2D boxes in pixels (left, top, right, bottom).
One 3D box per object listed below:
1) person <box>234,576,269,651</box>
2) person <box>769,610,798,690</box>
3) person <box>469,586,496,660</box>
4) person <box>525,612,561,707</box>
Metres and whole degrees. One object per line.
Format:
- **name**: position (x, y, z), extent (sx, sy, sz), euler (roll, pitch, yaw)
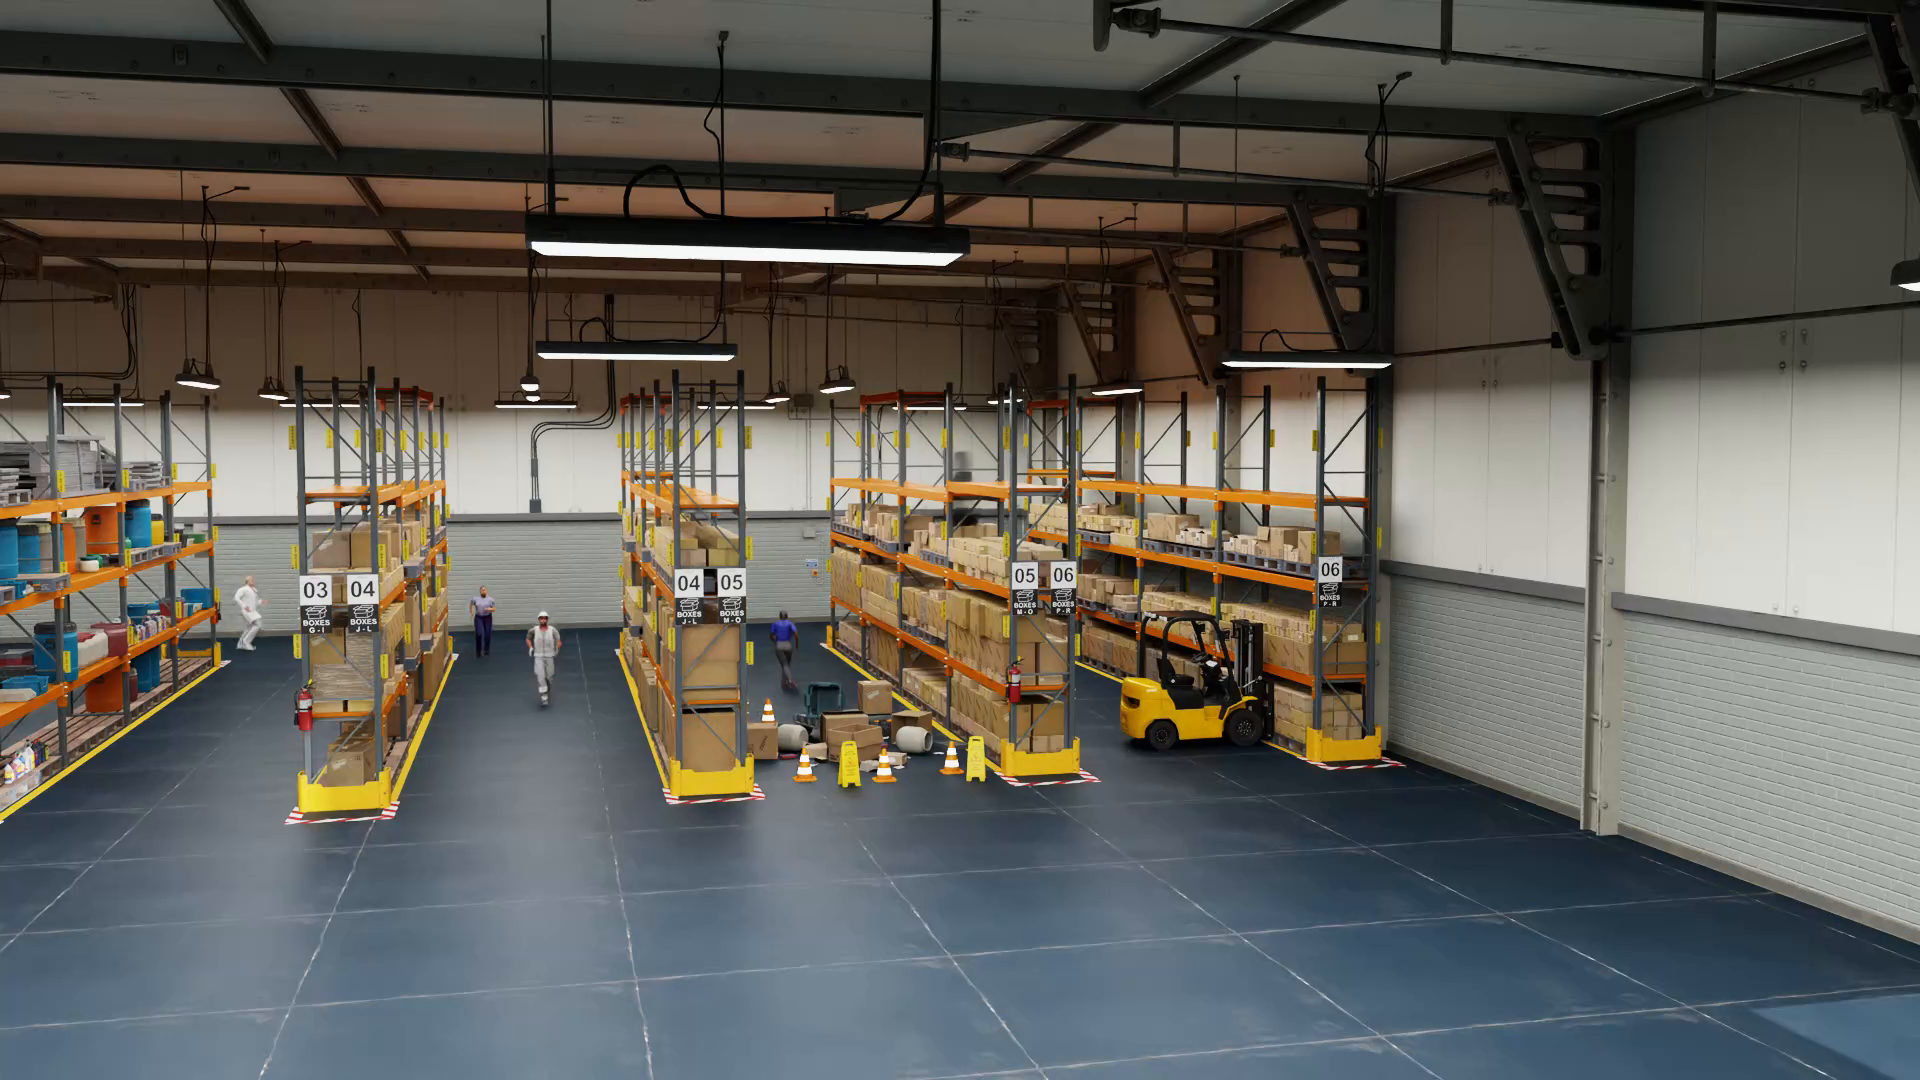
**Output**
- **person**: position (-16.934, 1.756, 39.749), extent (0.753, 1.784, 0.679), euler (0, 3, -4)
- **person**: position (-3.530, 2.245, 33.408), extent (0.580, 1.621, 0.778), euler (-1, 3, -9)
- **person**: position (-10.986, 1.903, 38.331), extent (0.578, 1.709, 0.725), euler (-1, 4, -21)
- **person**: position (-7.929, 2.242, 31.654), extent (0.655, 1.774, 0.845), euler (-1, 4, -15)
